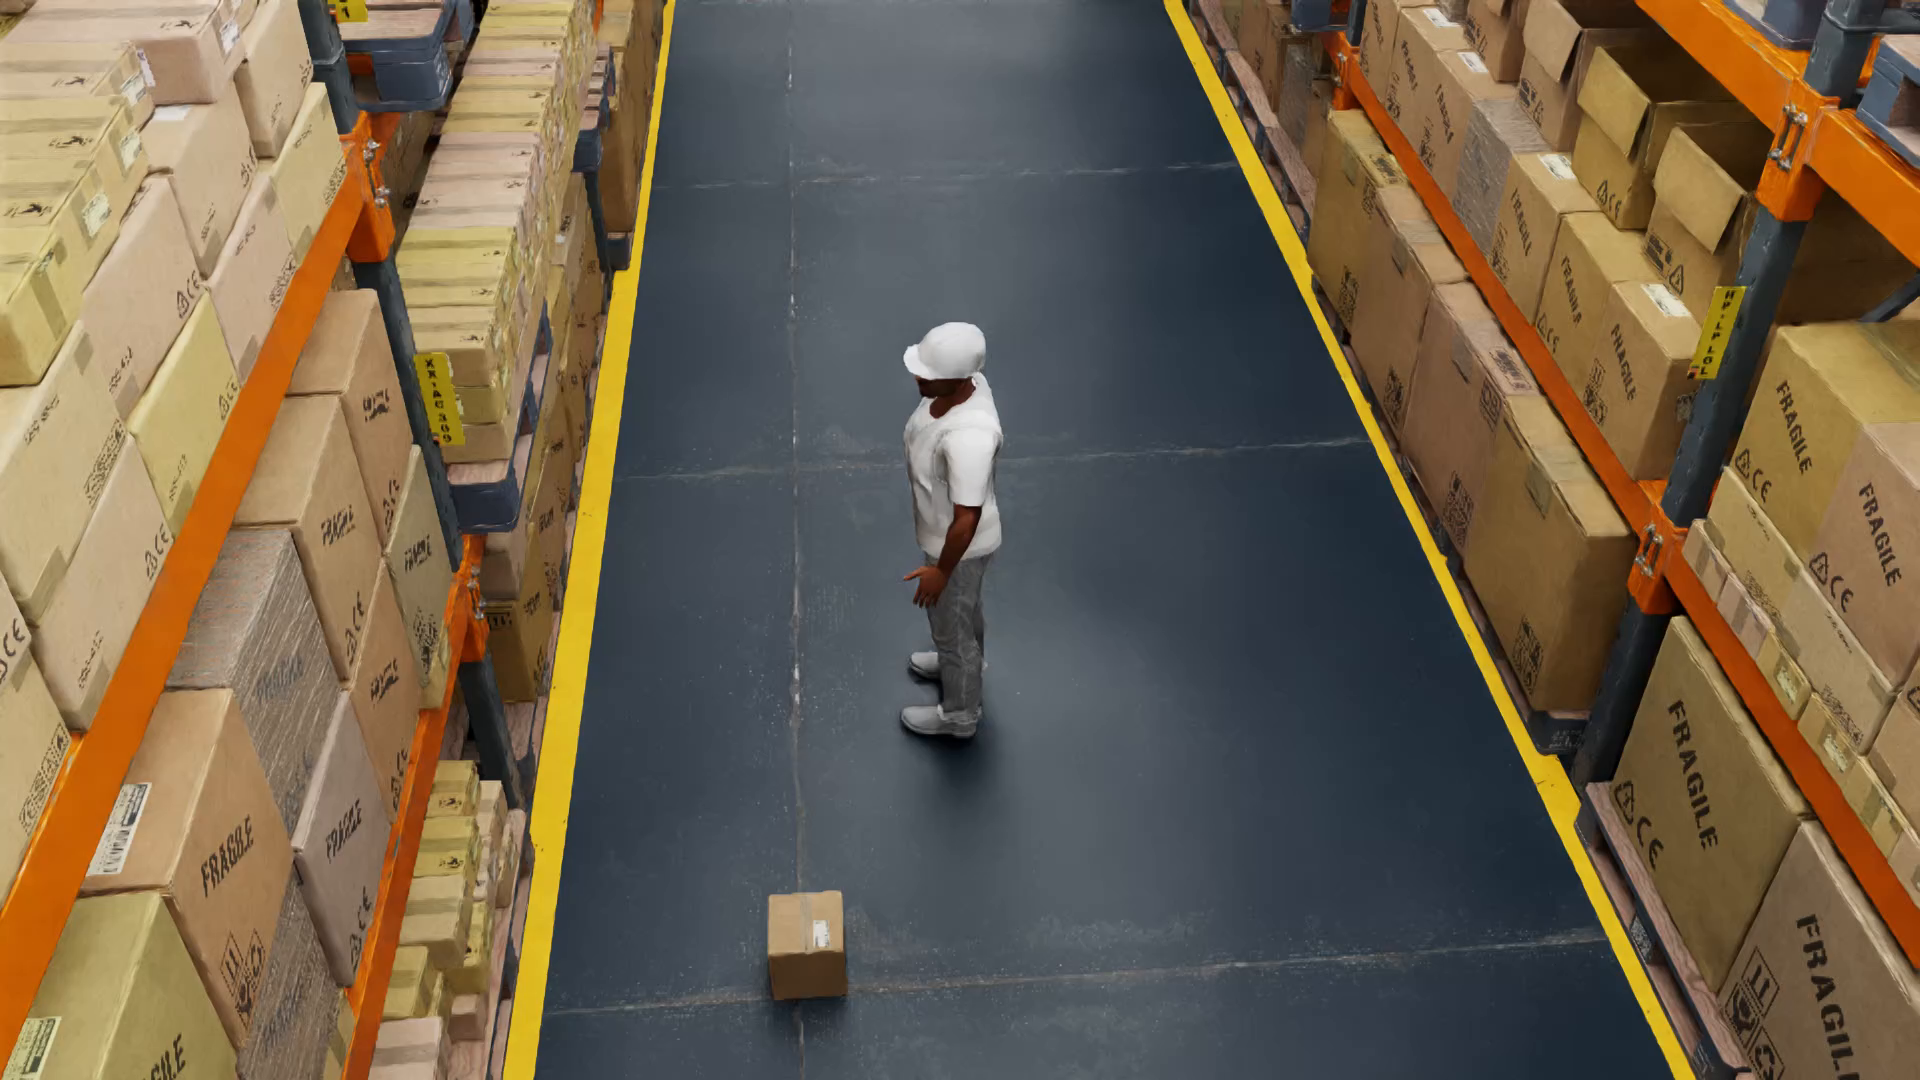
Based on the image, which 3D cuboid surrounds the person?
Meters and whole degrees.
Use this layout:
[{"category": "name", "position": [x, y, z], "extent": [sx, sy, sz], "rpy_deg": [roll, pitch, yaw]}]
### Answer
[{"category": "person", "position": [-0.049, -0.032, 6.139], "extent": [0.392, 1.770, 0.609], "rpy_deg": [-4, 39, -4]}]
